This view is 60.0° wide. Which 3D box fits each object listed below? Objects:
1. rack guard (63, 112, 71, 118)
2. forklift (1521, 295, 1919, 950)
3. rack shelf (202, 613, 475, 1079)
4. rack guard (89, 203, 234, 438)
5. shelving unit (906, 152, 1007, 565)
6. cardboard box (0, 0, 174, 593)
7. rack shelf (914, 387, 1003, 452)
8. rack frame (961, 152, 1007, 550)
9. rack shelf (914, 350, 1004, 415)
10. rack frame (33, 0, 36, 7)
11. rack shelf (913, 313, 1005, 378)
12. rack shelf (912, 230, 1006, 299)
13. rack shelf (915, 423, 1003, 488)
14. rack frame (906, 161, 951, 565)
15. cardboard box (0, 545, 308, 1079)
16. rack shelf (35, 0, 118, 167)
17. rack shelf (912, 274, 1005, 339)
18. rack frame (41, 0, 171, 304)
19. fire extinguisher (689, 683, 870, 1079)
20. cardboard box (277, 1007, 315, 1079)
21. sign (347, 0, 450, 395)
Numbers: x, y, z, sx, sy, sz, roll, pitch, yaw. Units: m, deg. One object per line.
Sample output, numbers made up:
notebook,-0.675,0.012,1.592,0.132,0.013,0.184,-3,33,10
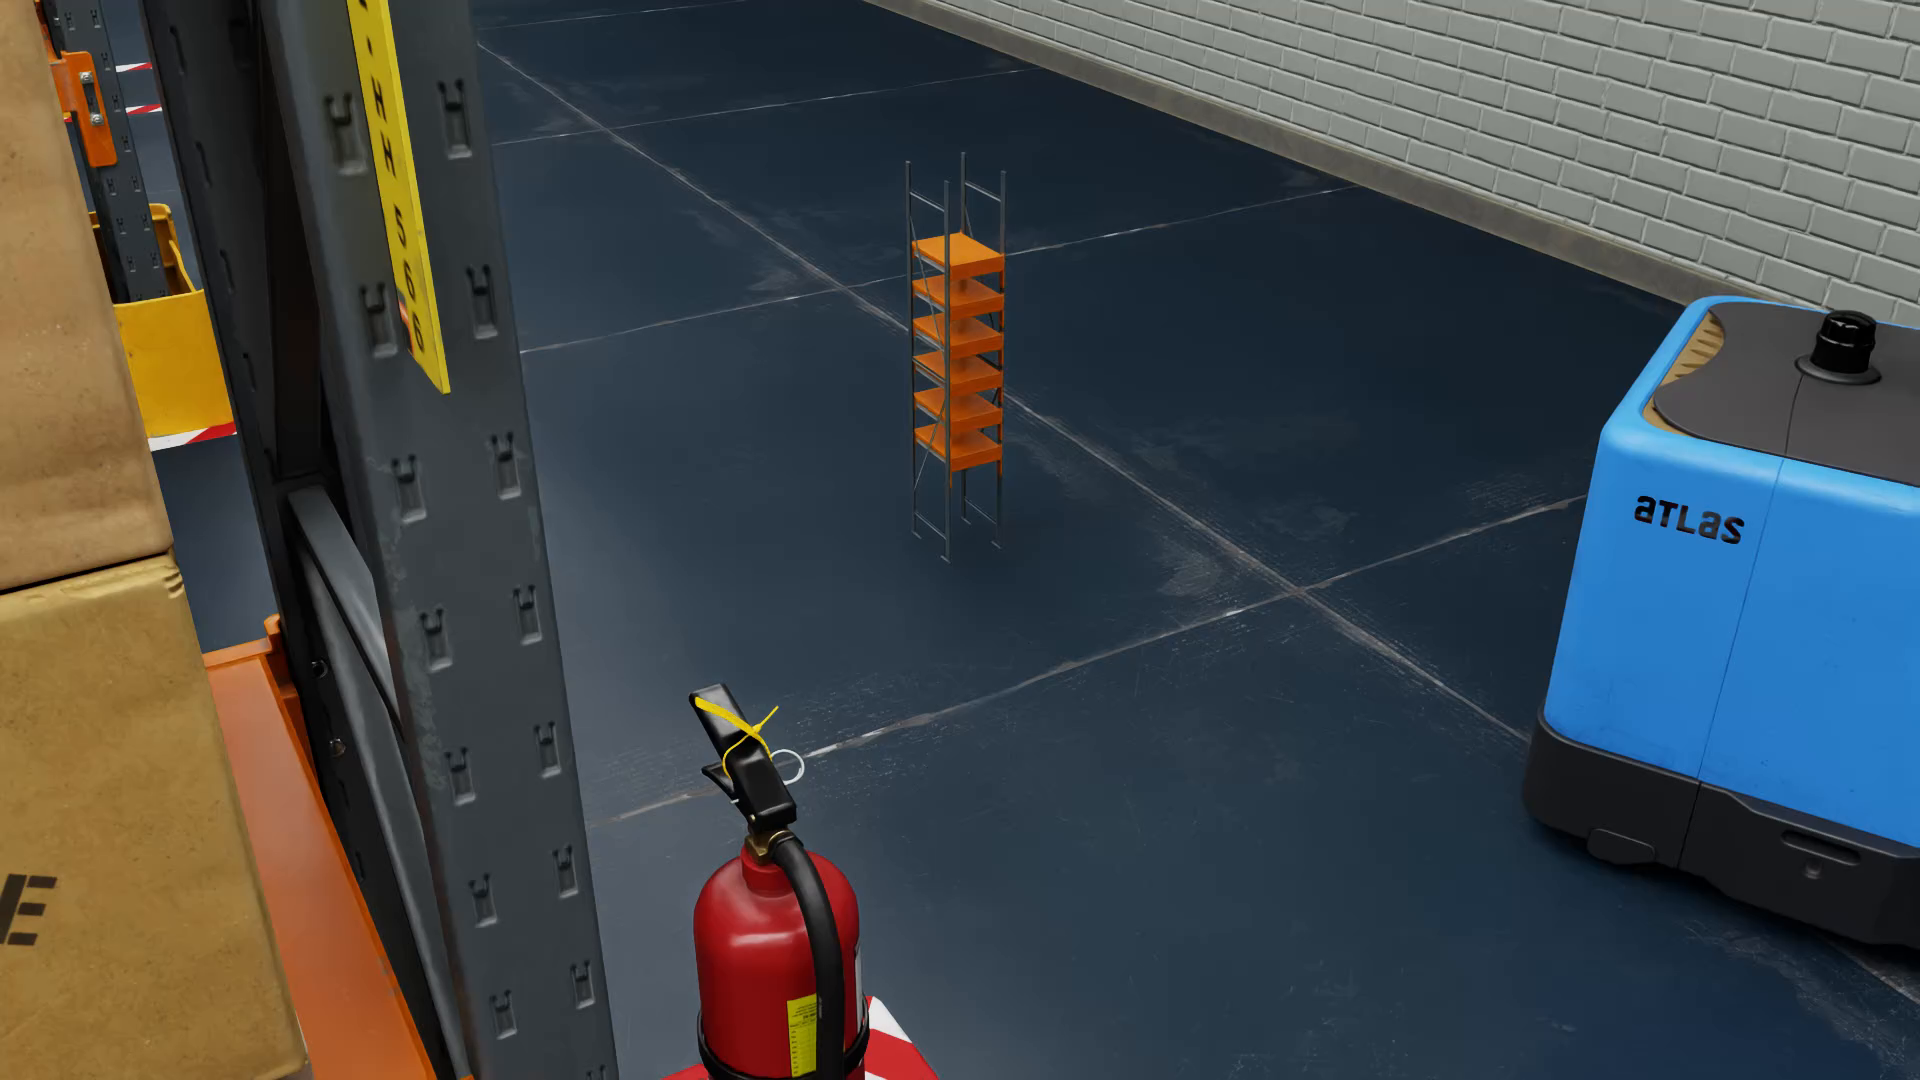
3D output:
rack guard,-5.559,-2.923,10.029,0.348,0.500,1.175,-16,33,-26
forklift,2.859,-0.397,2.935,3.031,2.935,1.130,17,33,28
rack shelf,-2.363,0.953,1.164,4.000,0.370,1.077,-16,33,-26
rack guard,-3.044,-0.854,6.281,0.348,0.500,1.175,-16,33,-26
shelving unit,-0.012,-0.522,4.954,0.189,1.200,0.258,-16,33,-26
cardboard box,-0.907,-0.248,1.149,0.500,0.500,0.500,-17,33,-27
rack shelf,-0.012,-0.378,5.033,0.180,0.103,0.258,-16,33,-26
rack frame,0.066,-0.544,4.994,0.006,1.200,0.240,-16,33,-26
rack shelf,-0.012,-0.483,4.975,0.180,0.103,0.258,-16,33,-26
rack frame,-5.574,-4.006,9.405,0.127,3.000,1.000,-16,33,-26
rack shelf,-0.012,-0.588,4.917,0.180,0.103,0.258,-16,33,-26
rack shelf,-0.012,-0.798,4.801,0.180,0.103,0.258,-16,33,-26
rack shelf,-0.012,-0.273,5.091,0.180,0.103,0.258,-16,33,-26
rack frame,-0.091,-0.499,4.913,0.006,1.200,0.240,-16,33,-26
cardboard box,-0.896,0.191,1.388,0.500,0.500,0.500,-15,32,-25
rack shelf,-4.789,-1.138,4.953,4.000,0.370,1.077,-16,33,-26
rack shelf,-0.012,-0.693,4.859,0.180,0.103,0.258,-16,33,-26
rack frame,-3.064,-1.943,5.666,0.127,3.000,1.000,-16,33,-26
fire extinguisher,-0.188,0.476,1.749,0.183,0.674,0.296,-16,33,-26
cardboard box,-0.777,0.456,1.580,0.250,0.149,0.380,-16,33,-26
sign,-0.375,-0.261,1.093,0.005,0.325,0.100,-16,33,-26
